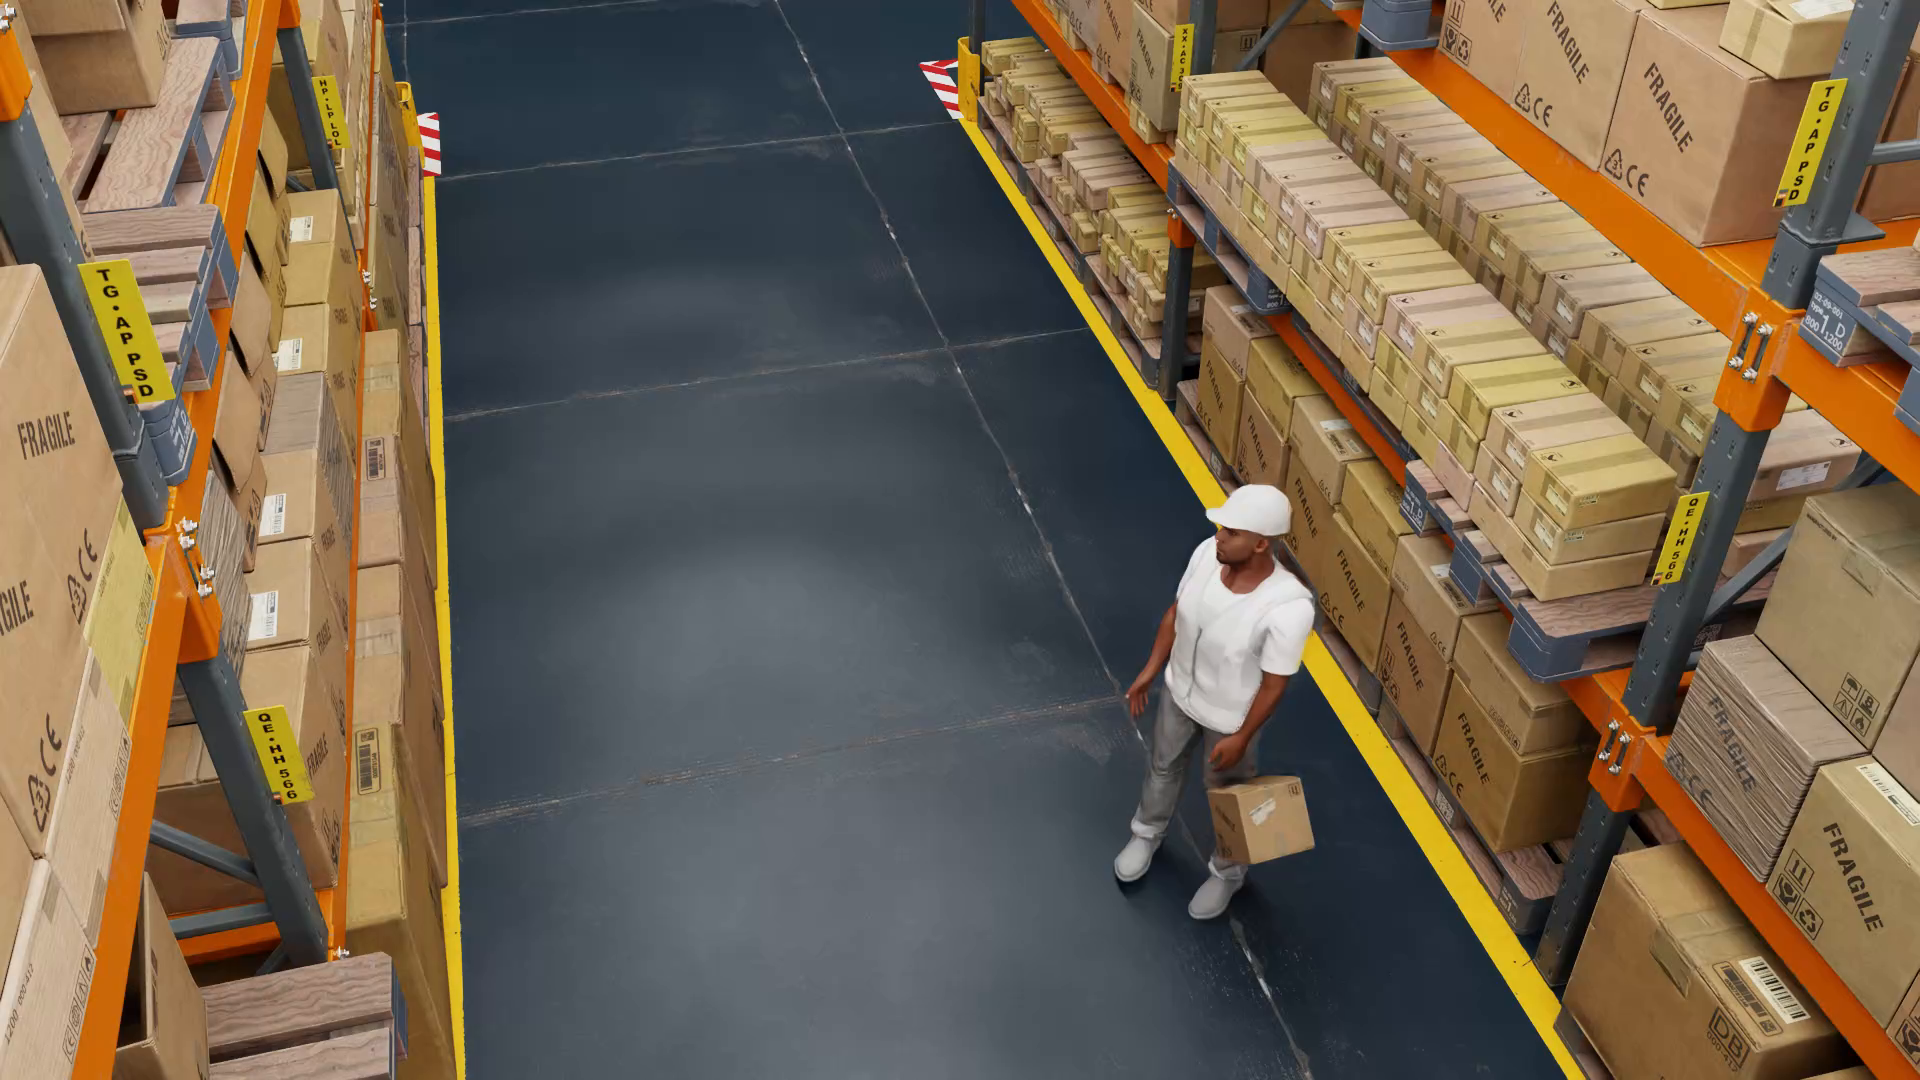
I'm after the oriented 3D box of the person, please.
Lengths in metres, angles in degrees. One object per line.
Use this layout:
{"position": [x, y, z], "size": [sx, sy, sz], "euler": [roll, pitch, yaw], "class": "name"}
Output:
{"position": [0.879, 0.593, 5.929], "size": [0.521, 1.769, 0.563], "euler": [-23, 43, -26], "class": "person"}
